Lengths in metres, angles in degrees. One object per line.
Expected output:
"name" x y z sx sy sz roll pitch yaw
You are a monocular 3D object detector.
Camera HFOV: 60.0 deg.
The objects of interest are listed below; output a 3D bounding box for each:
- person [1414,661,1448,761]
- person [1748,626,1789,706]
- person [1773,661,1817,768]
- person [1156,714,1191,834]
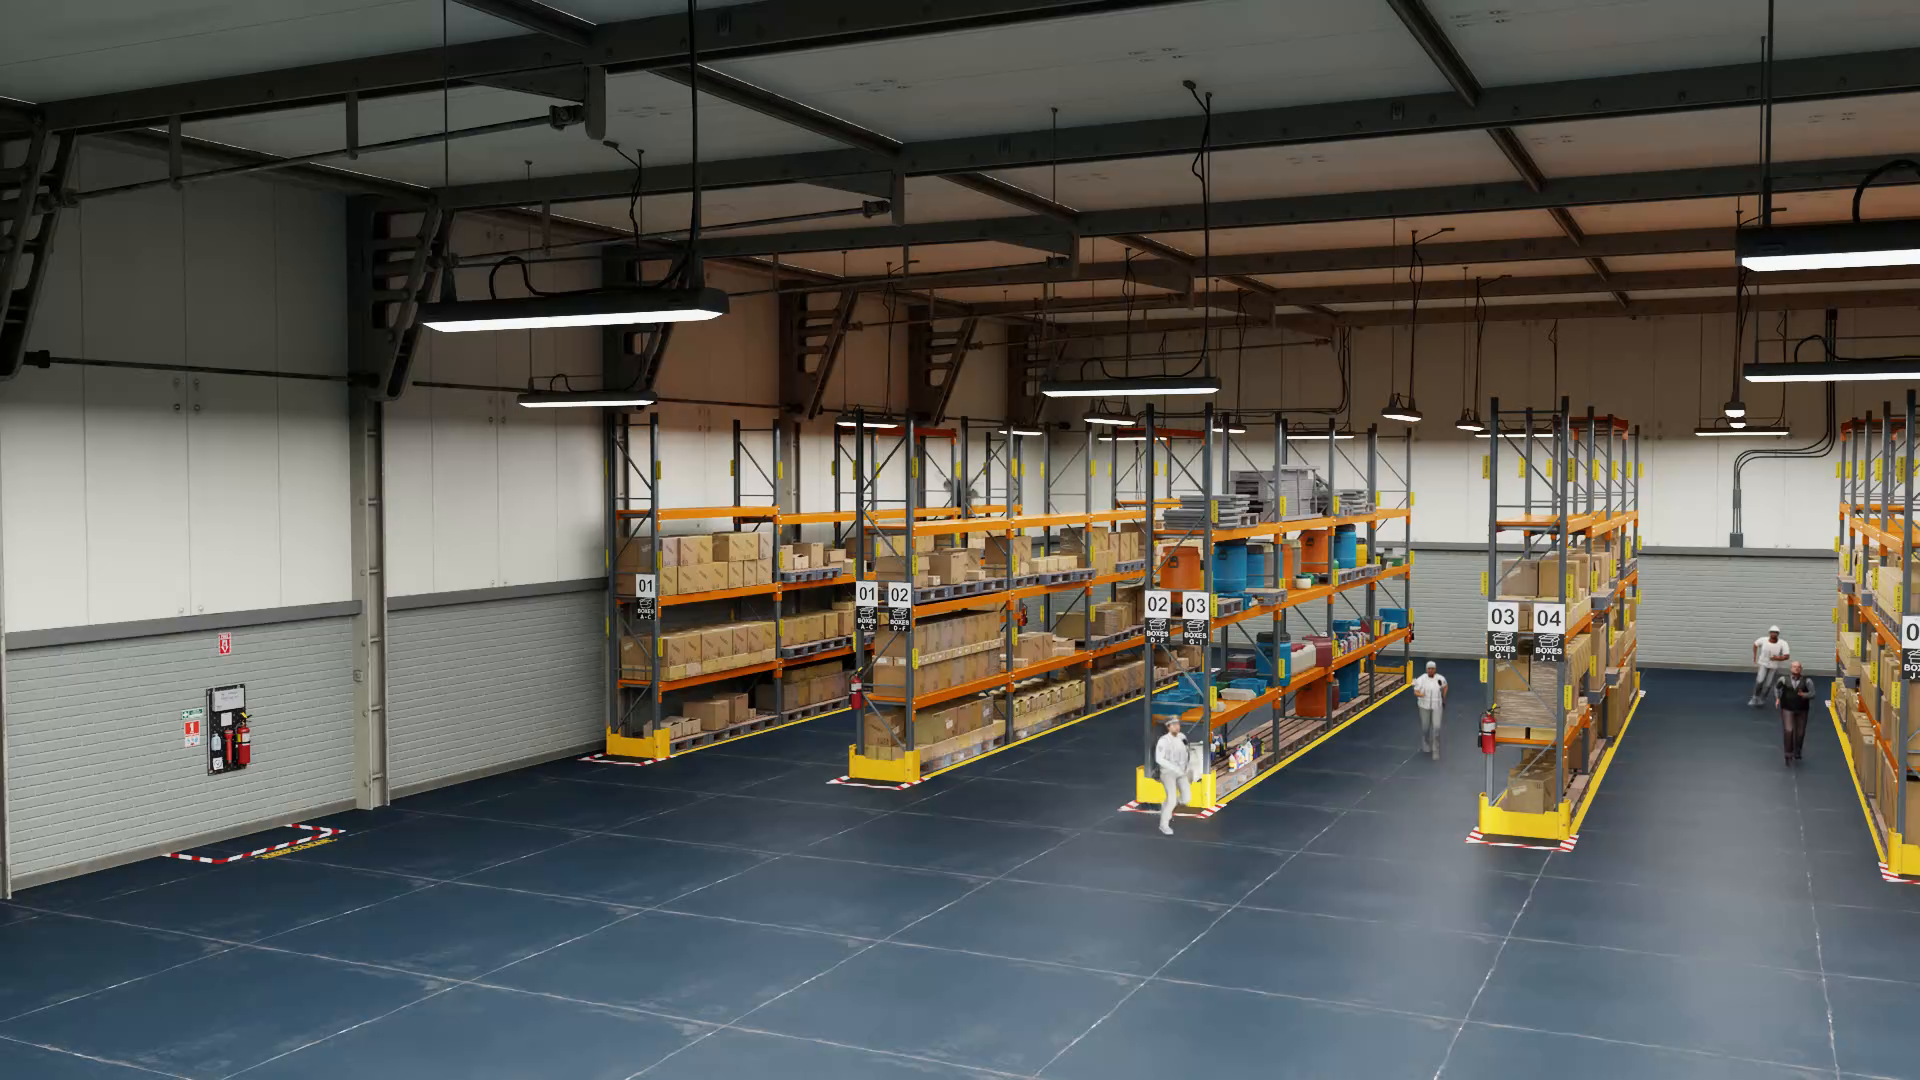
"person" 8.222 2.943 29.051 0.568 1.684 0.901 1 2 16
"person" 17.023 2.653 34.988 0.753 1.720 0.659 1 3 26
"person" 14.190 2.935 28.264 0.643 1.752 0.892 1 3 22
"person" 2.982 3.222 22.896 0.651 1.656 0.564 -1 3 -29
